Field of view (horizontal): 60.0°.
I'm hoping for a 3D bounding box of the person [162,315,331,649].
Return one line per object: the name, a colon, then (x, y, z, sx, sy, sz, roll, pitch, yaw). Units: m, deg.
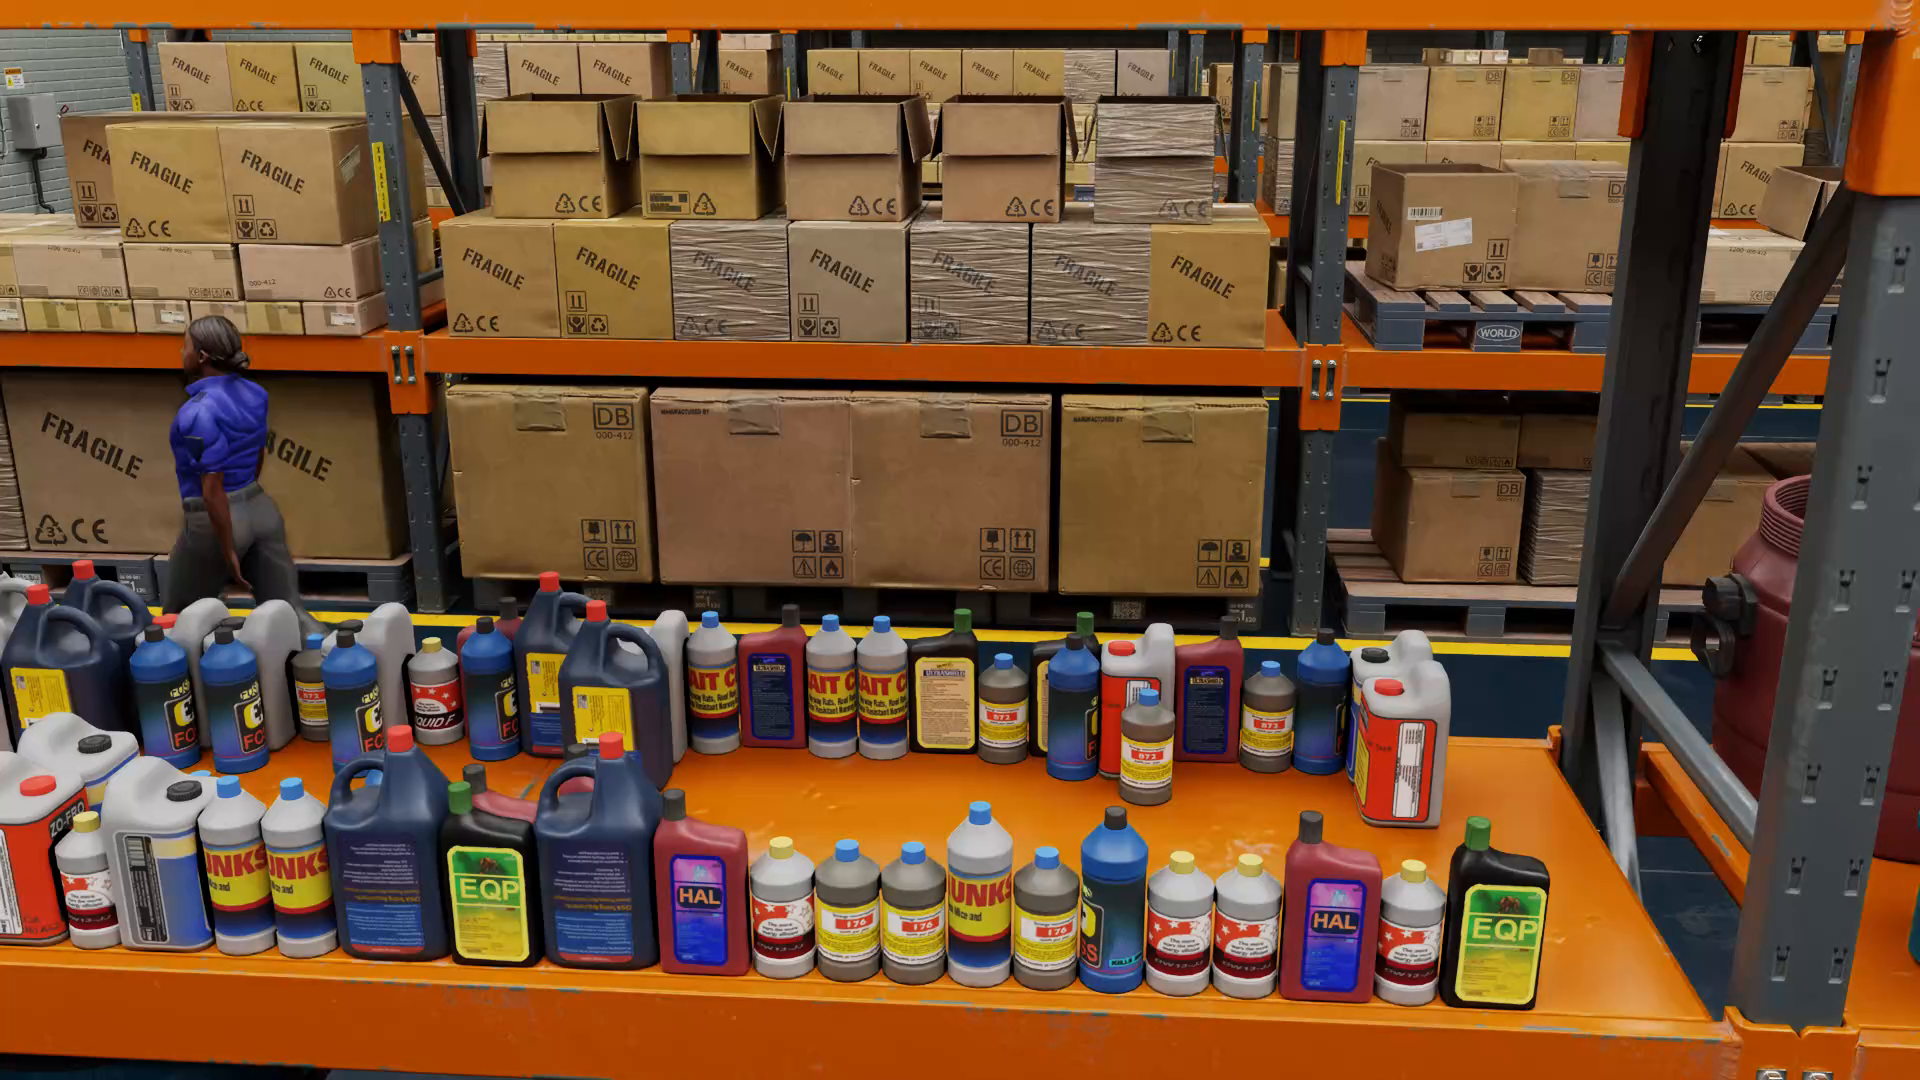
person: (-2.733, -0.049, 6.210, 0.988, 1.600, 0.446, 6, 19, 19)
